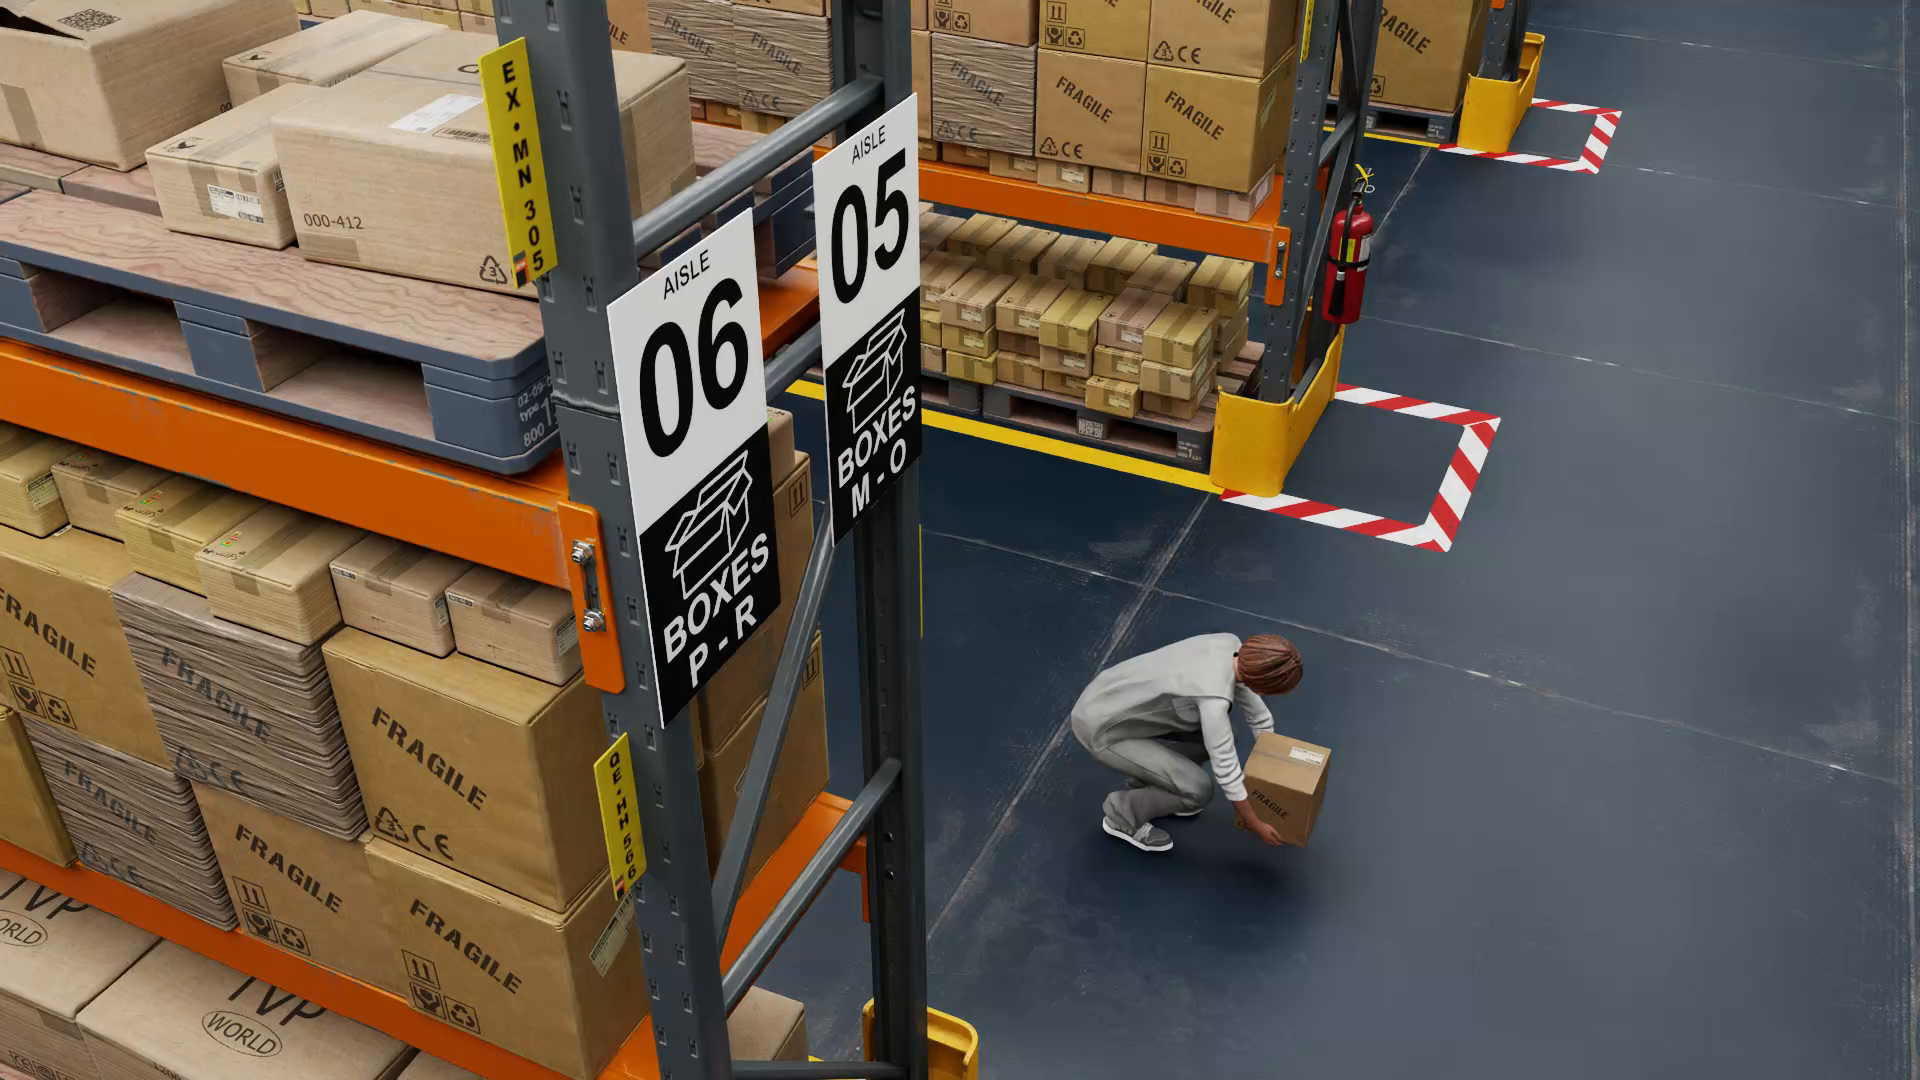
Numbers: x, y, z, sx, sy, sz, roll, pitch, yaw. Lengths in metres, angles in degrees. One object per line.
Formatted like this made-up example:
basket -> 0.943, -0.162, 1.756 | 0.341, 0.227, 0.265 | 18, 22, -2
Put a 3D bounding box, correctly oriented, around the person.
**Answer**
person -> 0.794, 0.670, 5.798 | 0.812, 0.889, 0.446 | 14, 37, 20
